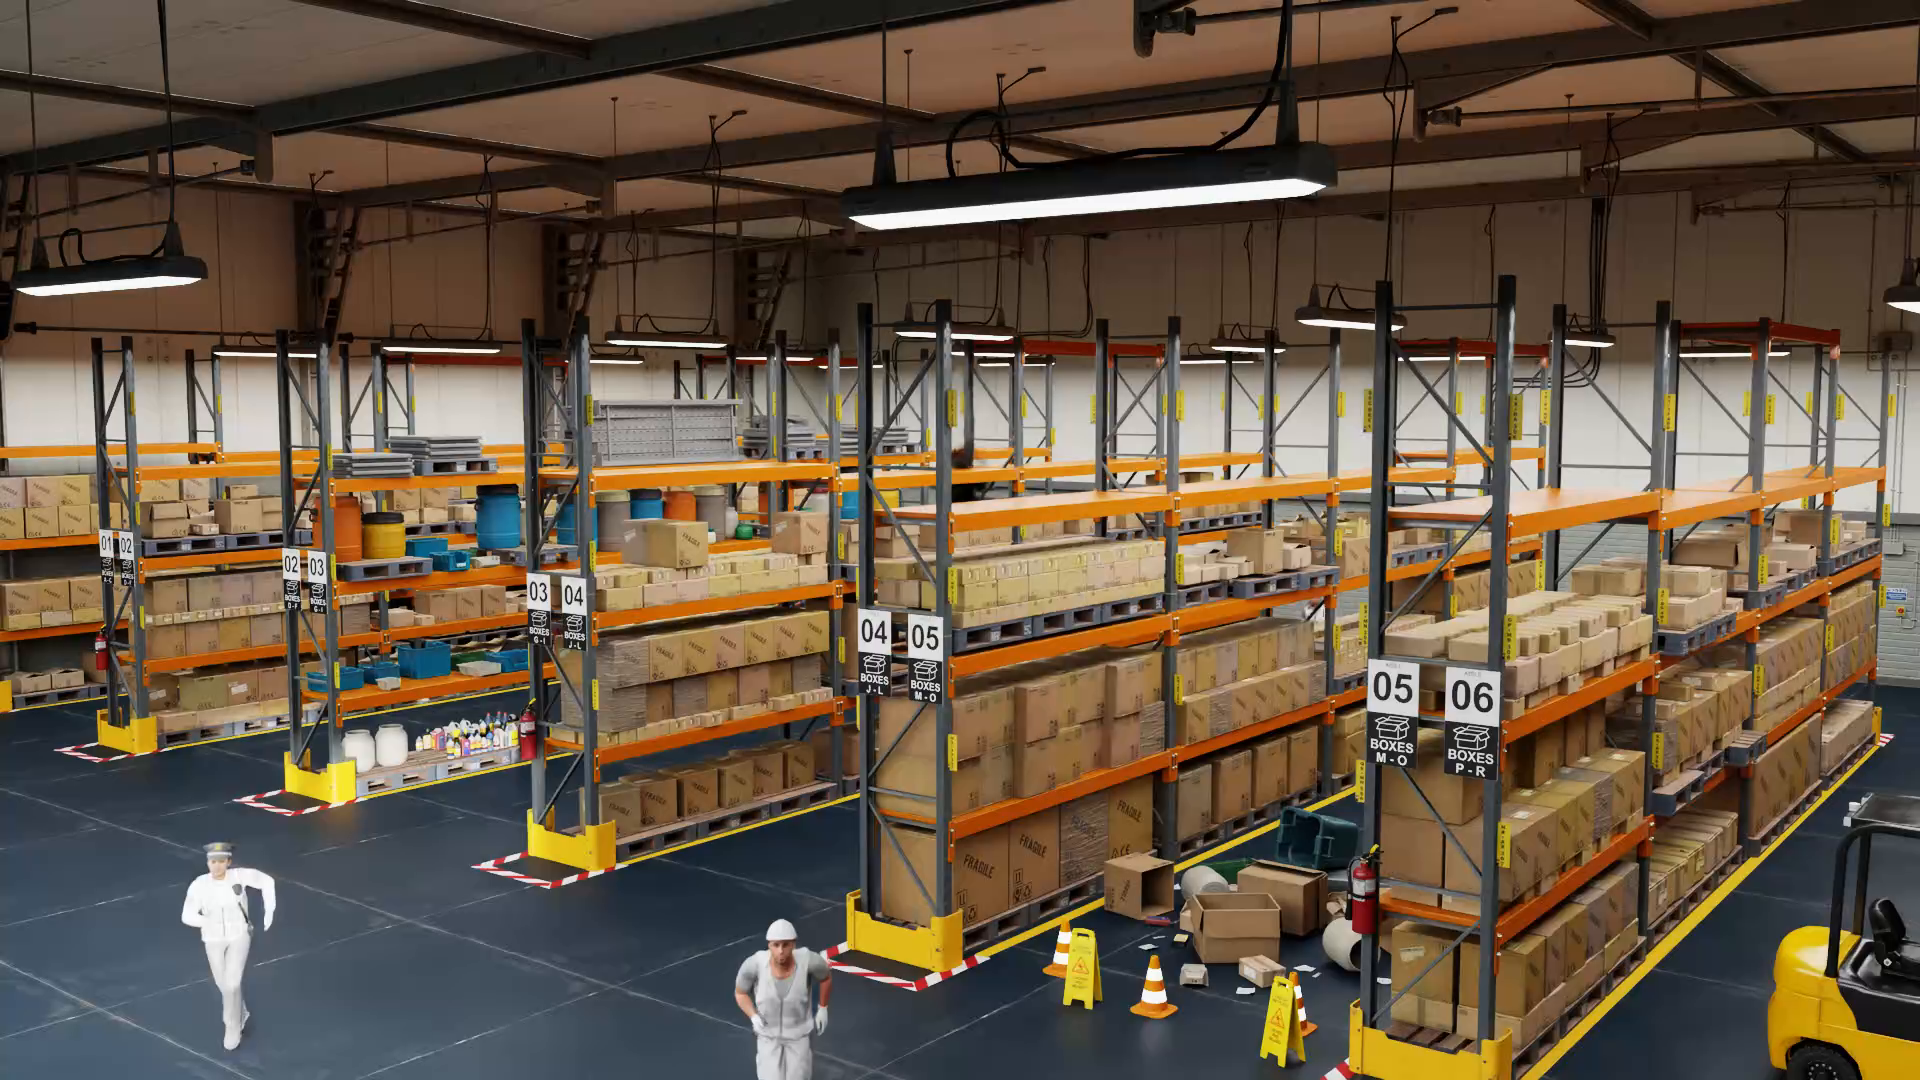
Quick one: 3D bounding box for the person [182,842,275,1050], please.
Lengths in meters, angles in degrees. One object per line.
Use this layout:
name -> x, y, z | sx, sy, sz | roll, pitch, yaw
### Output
person -> -5.790, 3.183, 13.182 | 0.641, 1.663, 0.786 | -1, 5, -13

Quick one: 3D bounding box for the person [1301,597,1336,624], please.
person -> 6.385, 1.740, 29.509 | 0.746, 1.738, 0.982 | 2, 5, 22

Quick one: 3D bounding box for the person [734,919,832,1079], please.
person -> -1.194, 3.347, 11.275 | 0.648, 1.721, 0.760 | 0, 5, -1
